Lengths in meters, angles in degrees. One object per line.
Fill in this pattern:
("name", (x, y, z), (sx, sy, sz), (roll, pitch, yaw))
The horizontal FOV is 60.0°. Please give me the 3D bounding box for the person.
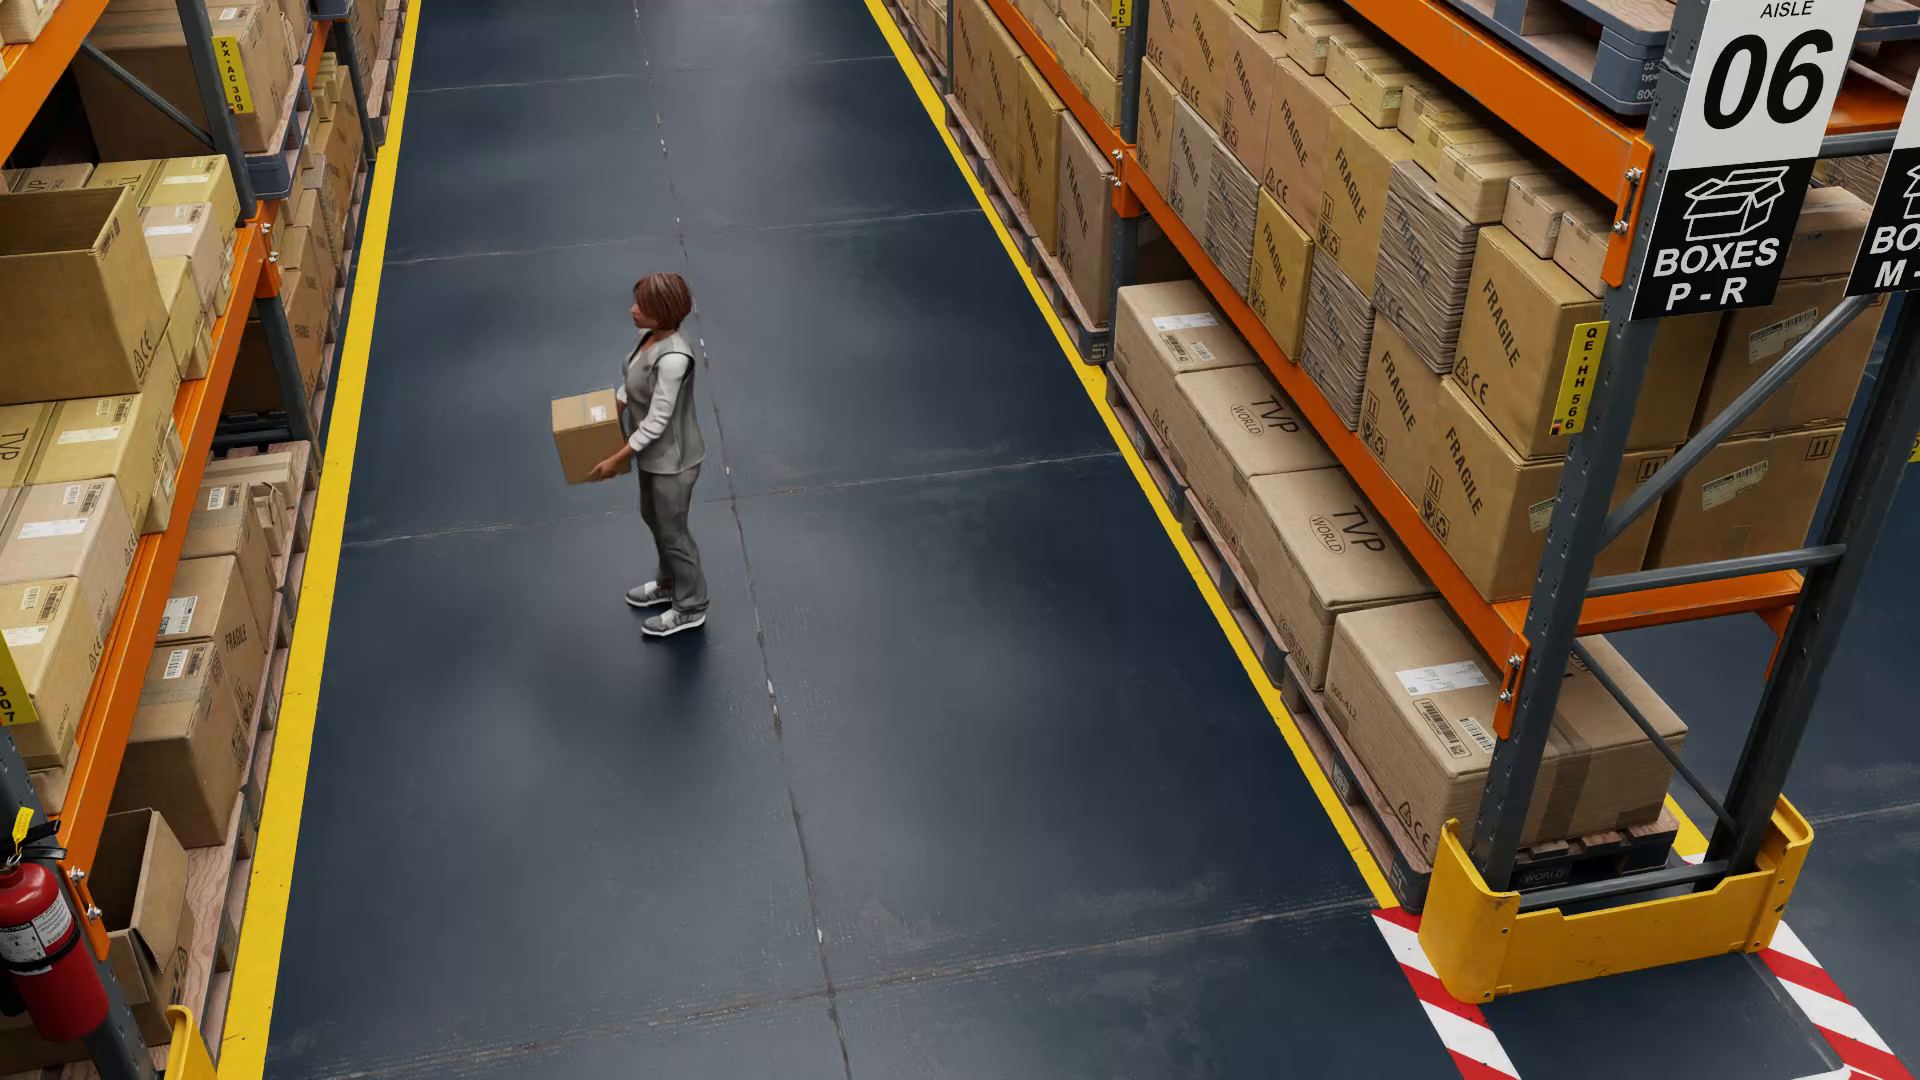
("person", (-1.244, -0.319, 6.607), (0.473, 1.599, 0.428), (-12, 37, -16))
